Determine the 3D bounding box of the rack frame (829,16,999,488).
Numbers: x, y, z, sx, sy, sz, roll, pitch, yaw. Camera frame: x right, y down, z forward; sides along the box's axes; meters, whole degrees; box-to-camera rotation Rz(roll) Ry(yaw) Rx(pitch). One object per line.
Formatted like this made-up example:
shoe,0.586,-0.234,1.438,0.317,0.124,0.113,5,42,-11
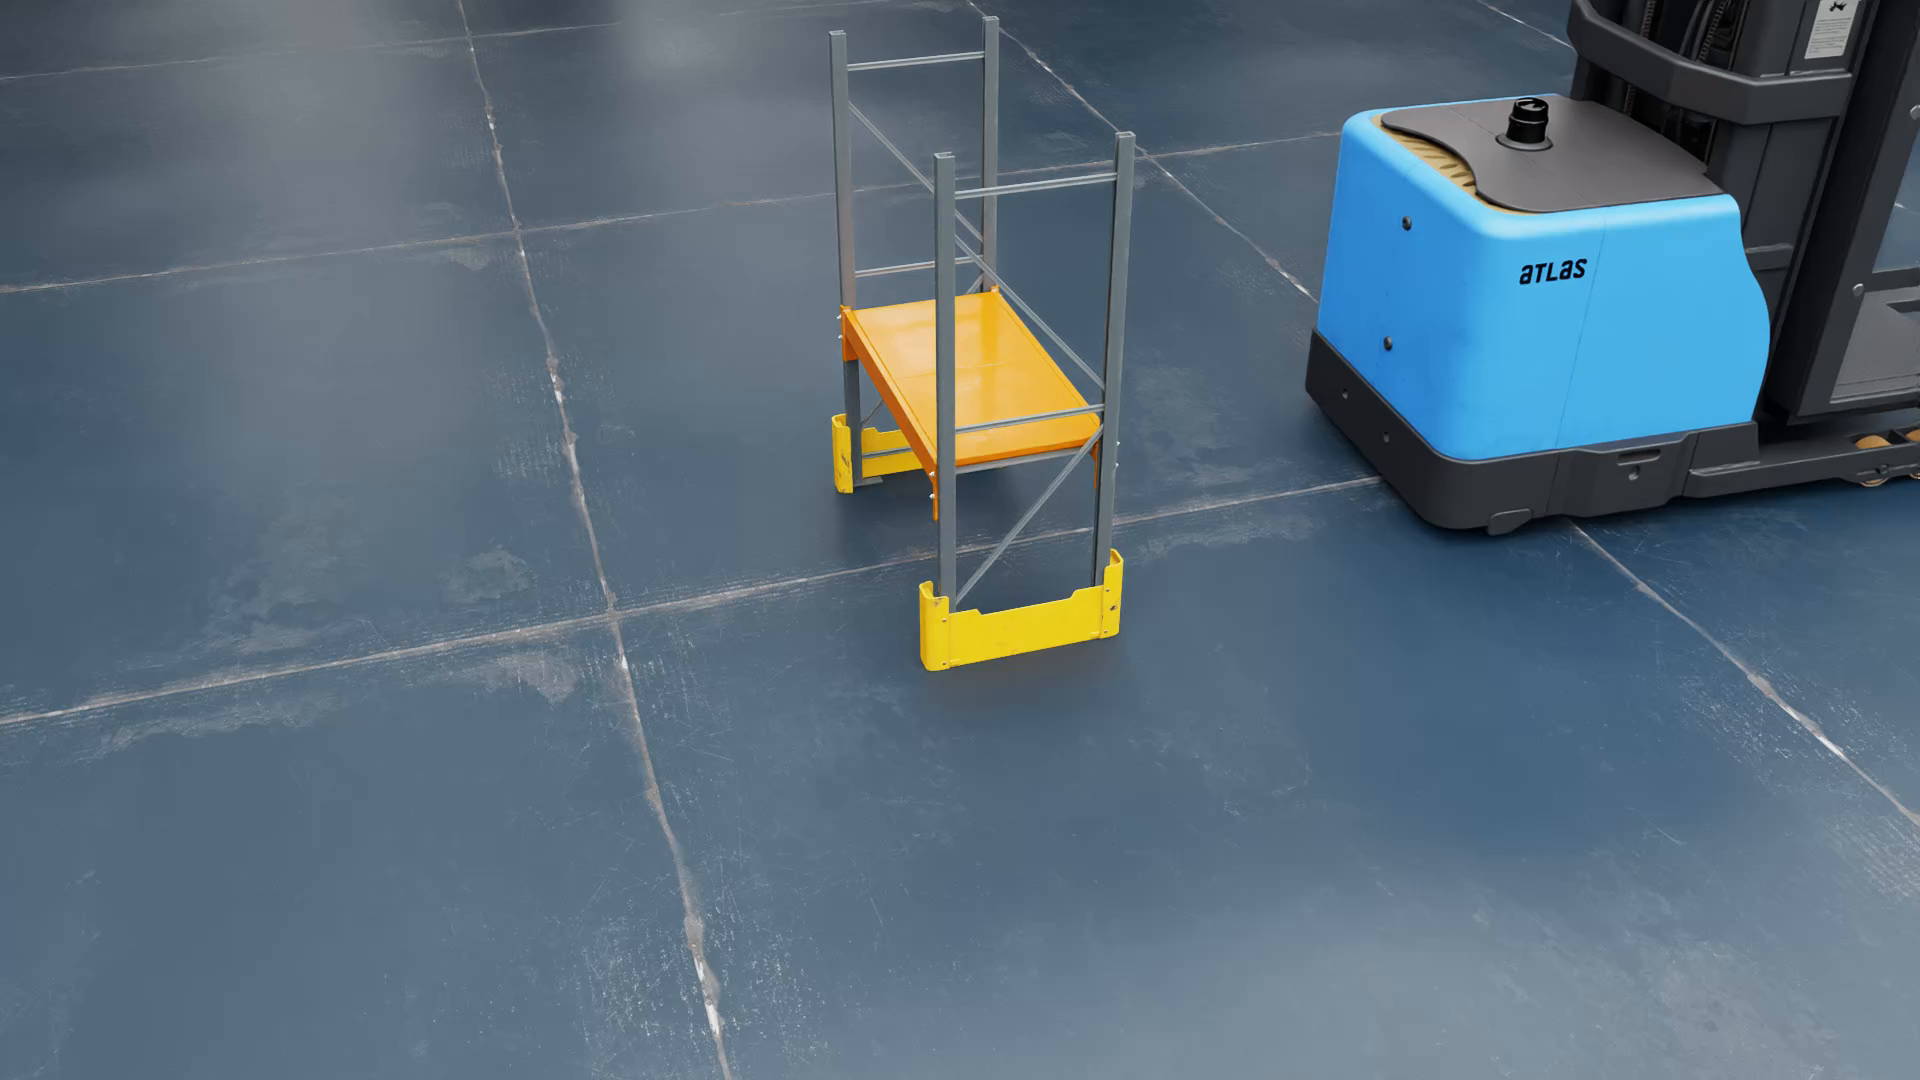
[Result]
rack frame,-0.129,-0.848,5.173,0.500,1.500,0.032,-10,35,-15

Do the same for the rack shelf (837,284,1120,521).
rack shelf,0.026,-0.431,4.868,0.538,0.185,1.000,-10,35,-15

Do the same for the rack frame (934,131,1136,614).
rack frame,0.181,-0.314,4.365,0.500,1.500,0.032,-10,35,-15

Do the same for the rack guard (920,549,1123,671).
rack guard,0.175,0.197,4.725,0.587,0.250,0.087,-10,35,-15

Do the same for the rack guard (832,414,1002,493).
rack guard,-0.129,-0.326,5.516,0.587,0.250,0.087,-10,35,-15

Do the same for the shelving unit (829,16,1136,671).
shelving unit,0.023,-0.586,4.776,0.587,1.500,1.083,-10,35,-15

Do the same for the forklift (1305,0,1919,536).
forklift,2.806,-1.673,5.123,3.031,2.935,1.130,-8,34,-12
